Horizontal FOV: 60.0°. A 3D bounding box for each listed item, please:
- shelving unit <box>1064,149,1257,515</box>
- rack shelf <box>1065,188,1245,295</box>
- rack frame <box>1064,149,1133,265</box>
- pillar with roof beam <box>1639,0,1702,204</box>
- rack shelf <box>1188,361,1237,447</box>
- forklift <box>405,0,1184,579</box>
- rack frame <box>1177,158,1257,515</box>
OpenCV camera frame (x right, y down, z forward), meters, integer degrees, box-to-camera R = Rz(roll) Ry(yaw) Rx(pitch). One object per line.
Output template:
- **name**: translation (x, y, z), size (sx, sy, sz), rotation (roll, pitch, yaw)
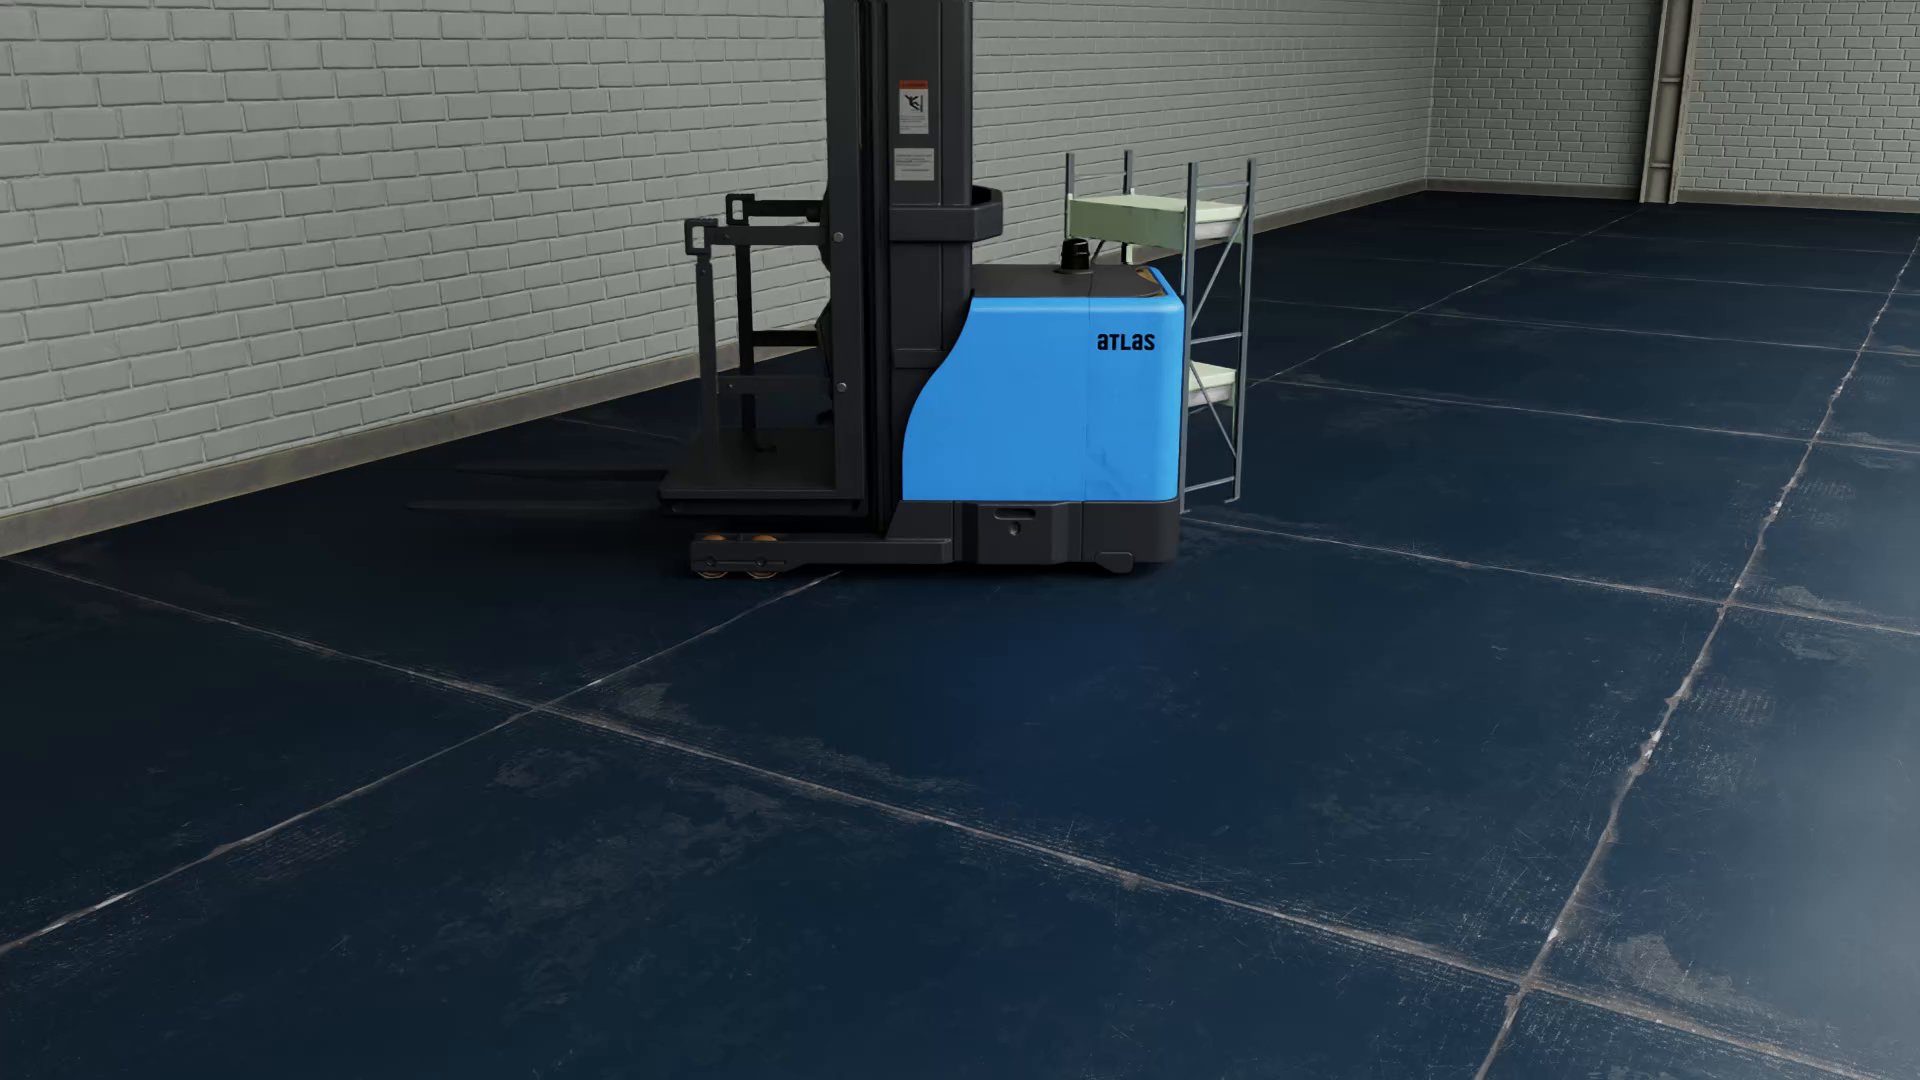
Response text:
- **shelving unit**: translation (0.862, -0.947, 7.417), size (0.431, 1.500, 0.755), rotation (-14, 22, -38)
- **rack shelf**: translation (0.862, -1.320, 7.304), size (0.431, 0.370, 0.720), rotation (-14, 22, -38)
- **rack frame**: translation (0.628, -1.028, 7.686), size (0.400, 1.500, 0.023), rotation (-14, 22, -38)
- **pillar with roof beam**: translation (6.479, -7.469, 15.986), size (0.400, 9.000, 9.100), rotation (10, 20, 30)
- **rack shelf**: translation (0.862, -0.635, 7.512), size (0.431, 0.370, 0.720), rotation (-14, 22, -38)
- **forklift**: translation (-0.663, -1.406, 6.465), size (3.031, 2.935, 1.130), rotation (0, 17, 1)
- **rack frame**: translation (1.097, -0.865, 7.148), size (0.400, 1.500, 0.023), rotation (-14, 22, -38)
